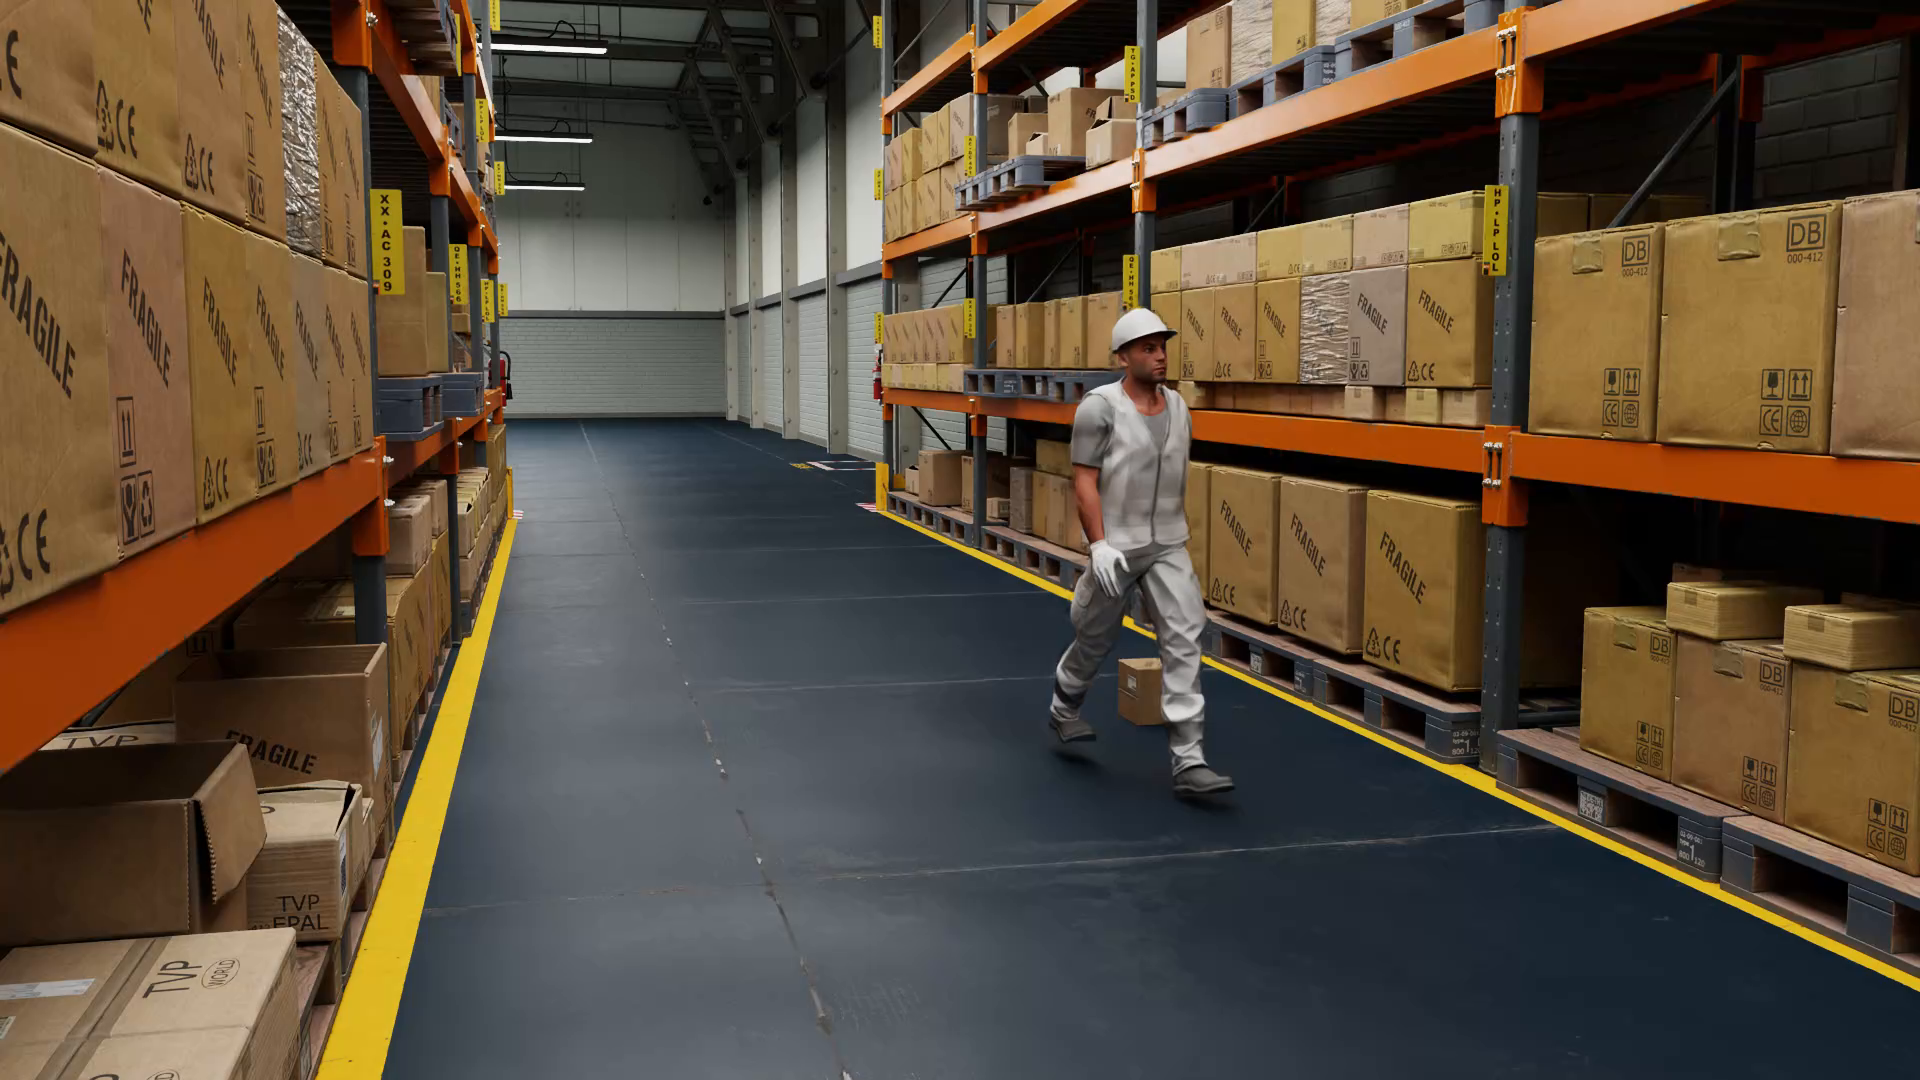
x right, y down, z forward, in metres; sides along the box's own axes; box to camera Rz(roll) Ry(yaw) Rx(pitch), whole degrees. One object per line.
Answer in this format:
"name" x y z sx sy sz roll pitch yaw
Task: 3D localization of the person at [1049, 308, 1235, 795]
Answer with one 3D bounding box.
"person" 0.645 0.026 6.131 0.520 1.744 1.090 -2 6 -21
